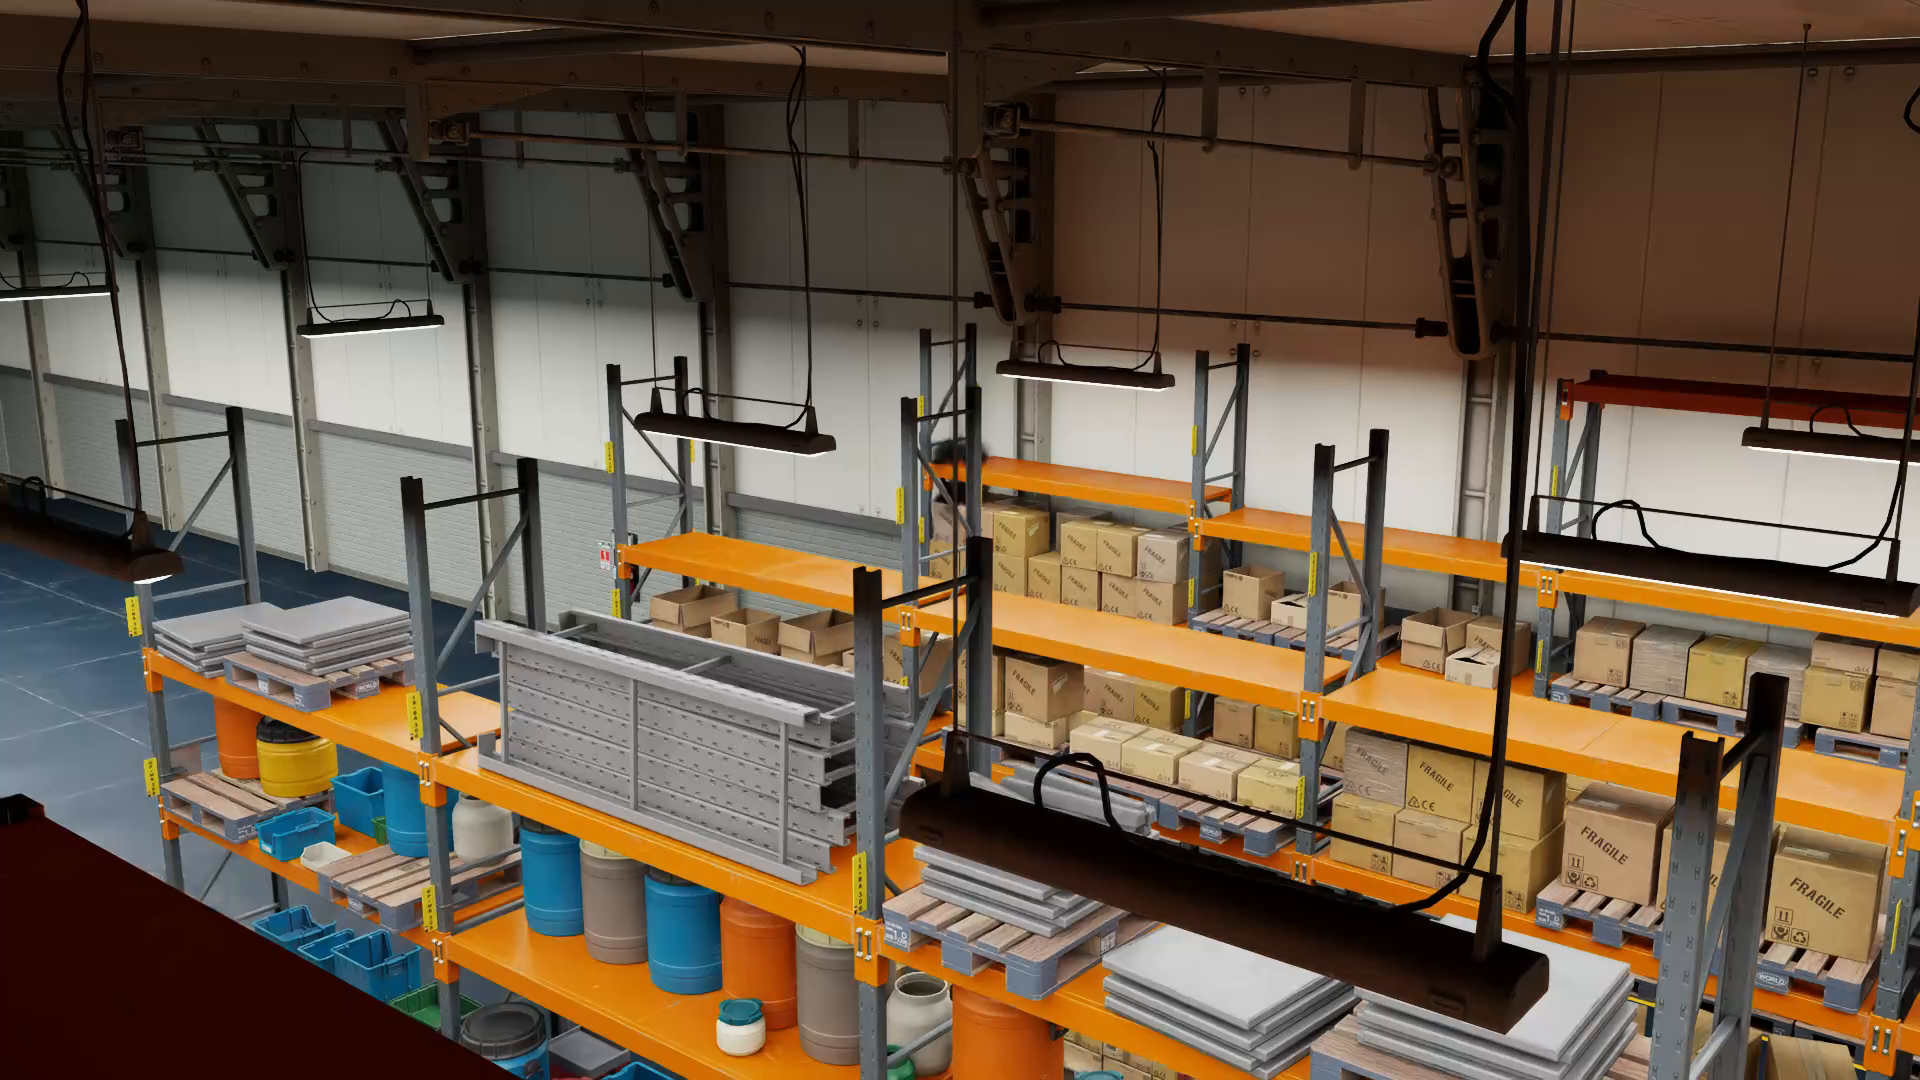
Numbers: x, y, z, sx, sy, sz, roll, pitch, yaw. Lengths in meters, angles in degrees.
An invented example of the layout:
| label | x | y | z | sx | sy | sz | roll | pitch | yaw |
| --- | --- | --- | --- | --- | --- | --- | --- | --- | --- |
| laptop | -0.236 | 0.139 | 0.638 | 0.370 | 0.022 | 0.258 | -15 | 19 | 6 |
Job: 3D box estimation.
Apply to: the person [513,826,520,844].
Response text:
| label | x | y | z | sx | sy | sz | roll | pitch | yaw |
| --- | --- | --- | --- | --- | --- | --- | --- | --- | --- |
| person | -5.395 | 2.983 | 19.081 | 0.747 | 1.709 | 0.668 | -4 | 13 | -18 |
